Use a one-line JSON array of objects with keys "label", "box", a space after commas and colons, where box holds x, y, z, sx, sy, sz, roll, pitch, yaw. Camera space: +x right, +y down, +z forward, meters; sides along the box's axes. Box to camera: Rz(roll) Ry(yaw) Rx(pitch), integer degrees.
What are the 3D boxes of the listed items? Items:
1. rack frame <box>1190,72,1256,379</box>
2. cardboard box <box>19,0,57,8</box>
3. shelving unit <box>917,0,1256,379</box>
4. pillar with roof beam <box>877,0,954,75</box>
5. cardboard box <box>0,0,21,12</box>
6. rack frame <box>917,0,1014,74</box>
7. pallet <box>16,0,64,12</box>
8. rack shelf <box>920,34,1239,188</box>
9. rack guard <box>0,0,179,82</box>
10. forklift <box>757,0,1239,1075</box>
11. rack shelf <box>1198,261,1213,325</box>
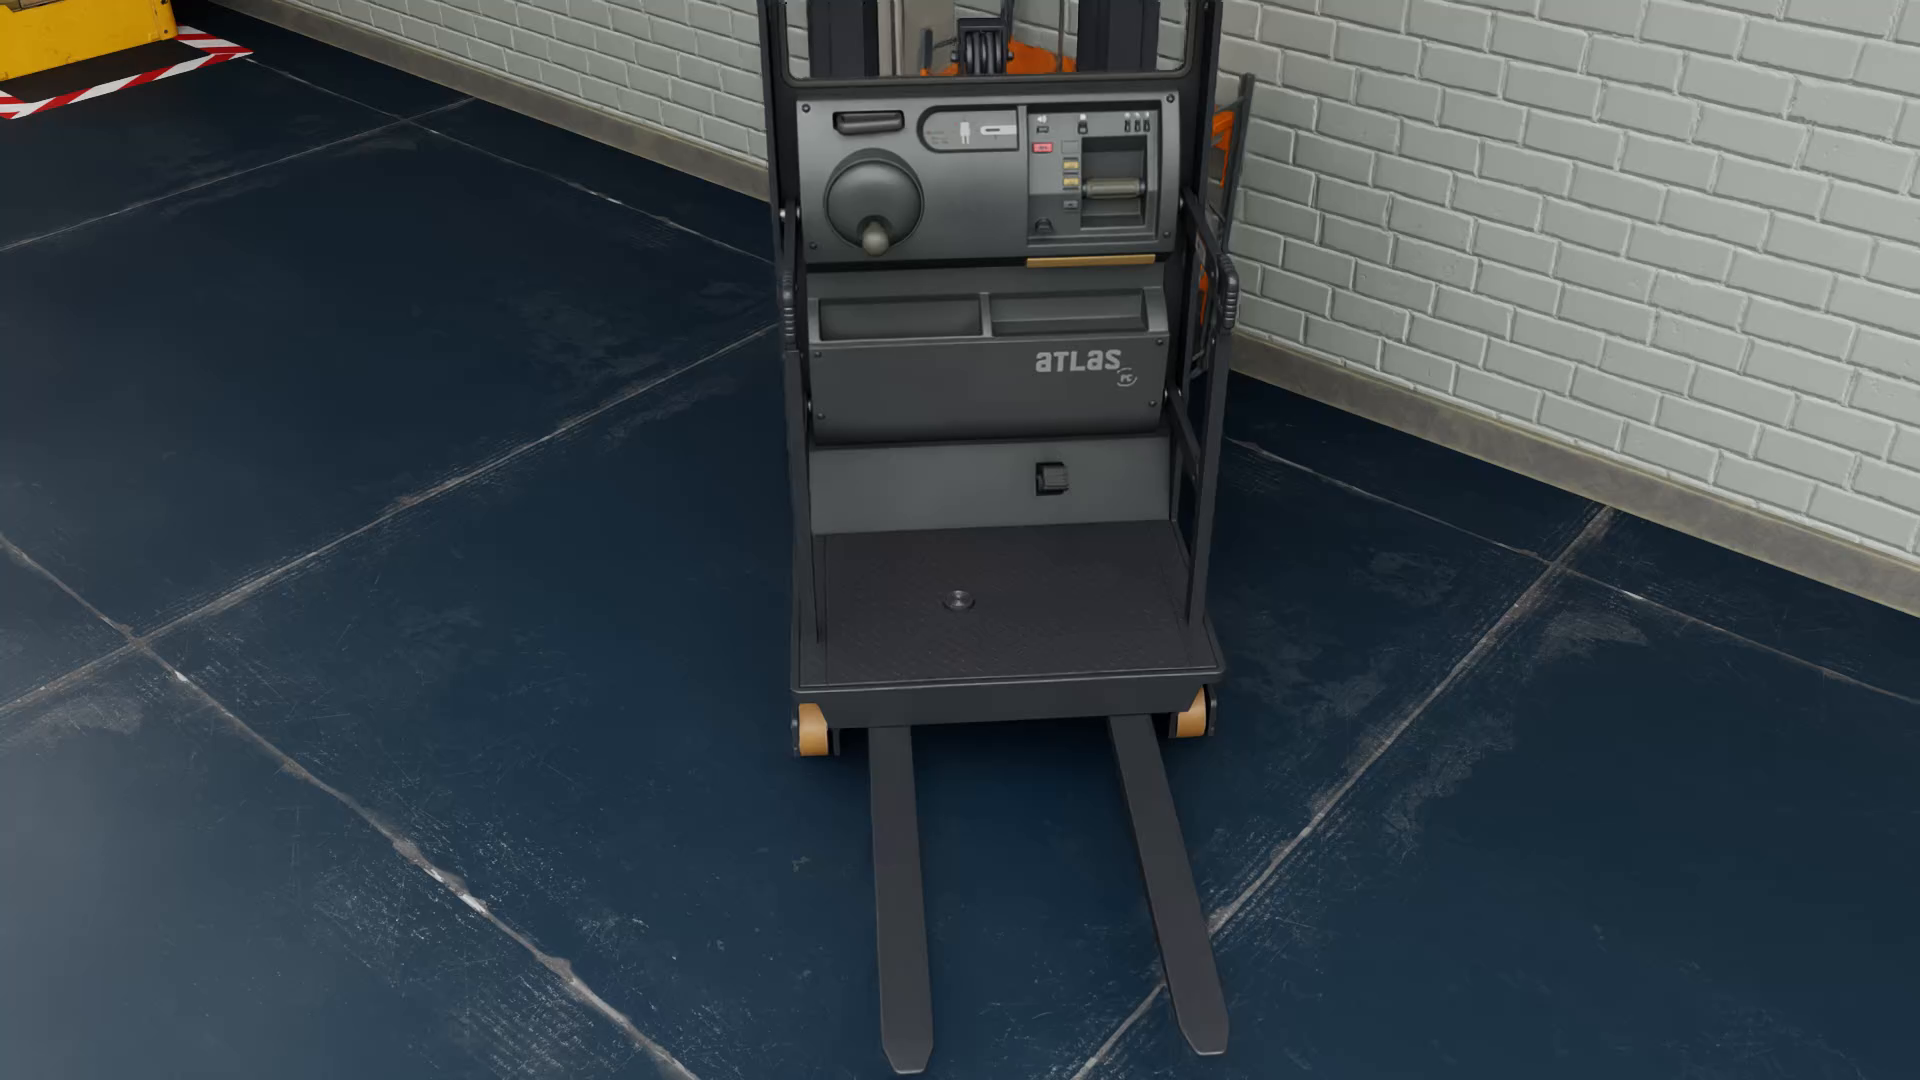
[{"label": "rack frame", "box": [0.783, -0.989, 5.691, 0.032, 1.125, 0.500, 28, 43, 29]}, {"label": "cardboard box", "box": [-5.174, -3.215, 9.340, 0.500, 0.250, 0.500, 25, 42, 32]}, {"label": "shelving unit", "box": [0.390, -1.196, 5.939, 1.048, 1.125, 0.538, 28, 43, 29]}, {"label": "pillar with roof beam", "box": [-3.023, -2.983, 1.645, 0.400, 9.000, 9.100, 25, 42, 32]}, {"label": "cardboard box", "box": [-5.485, -2.985, 9.004, 0.500, 0.250, 0.500, 26, 42, 32]}, {"label": "rack frame", "box": [-0.002, -1.402, 6.187, 0.032, 1.125, 0.500, 28, 43, 29]}, {"label": "pallet", "box": [-5.536, -3.022, 9.463, 1.213, 0.211, 1.003, 25, 42, 32]}, {"label": "rack shelf", "box": [0.405, -1.431, 5.766, 1.000, 0.278, 0.538, 28, 43, 29]}, {"label": "rack guard", "box": [-4.903, -2.873, 8.992, 0.348, 0.500, 1.175, 25, 42, 32]}, {"label": "forklift", "box": [0.091, -0.831, 3.871, 1.130, 2.935, 3.031, -2, 35, -4]}, {"label": "rack shelf", "box": [0.378, -0.999, 6.083, 1.000, 0.278, 0.538, 28, 43, 29]}]
